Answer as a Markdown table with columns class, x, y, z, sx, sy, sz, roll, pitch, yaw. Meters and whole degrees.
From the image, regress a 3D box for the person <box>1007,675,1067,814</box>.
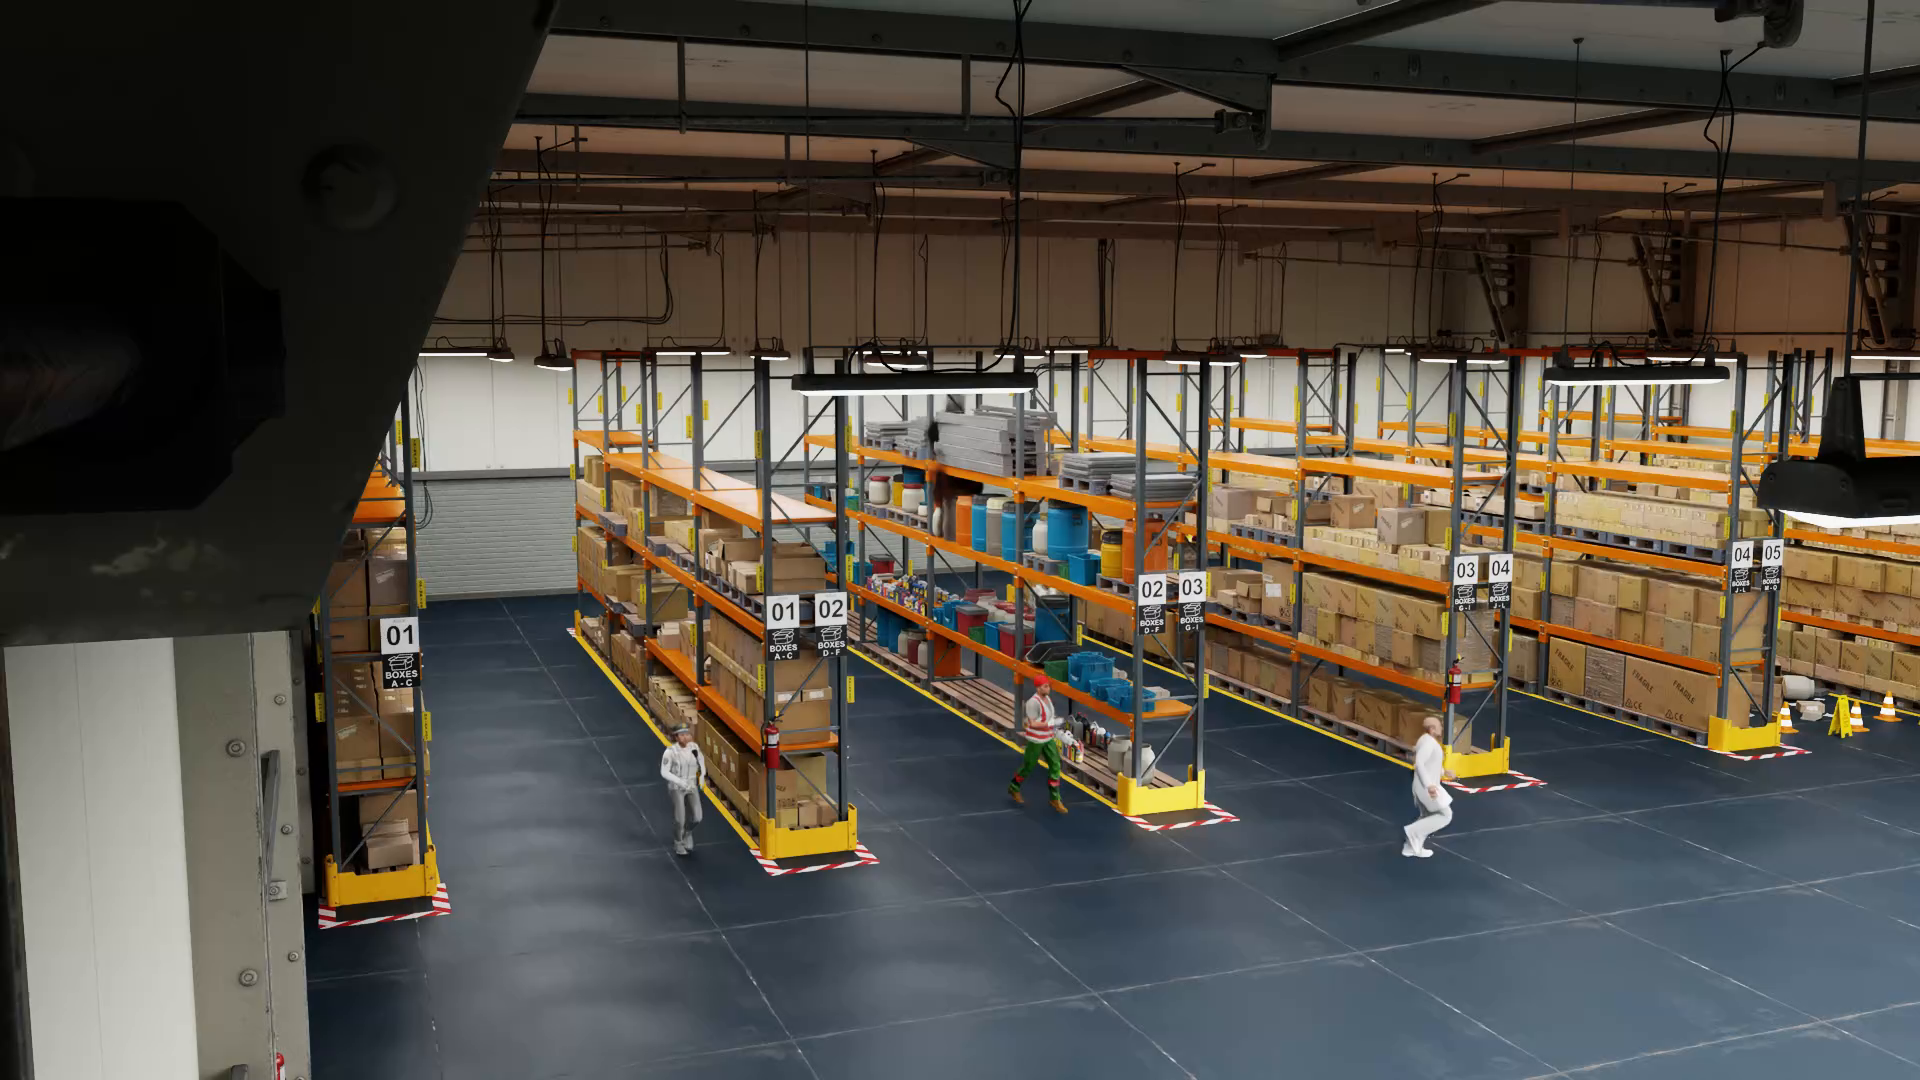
| class | x | y | z | sx | sy | sz | roll | pitch | yaw |
| --- | --- | --- | --- | --- | --- | --- | --- | --- | --- |
| person | 1.037 | 2.679 | 22.116 | 0.904 | 1.825 | 0.652 | 6 | 9 | 39 |

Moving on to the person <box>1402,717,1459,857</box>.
| class | x | y | z | sx | sy | sz | roll | pitch | yaw |
| --- | --- | --- | --- | --- | --- | --- | --- | --- | --- |
| person | 5.697 | 2.985 | 20.064 | 0.665 | 1.729 | 0.697 | 1 | 7 | 6 |

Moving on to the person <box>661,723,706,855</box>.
| class | x | y | z | sx | sy | sz | roll | pitch | yaw |
| --- | --- | --- | --- | --- | --- | --- | --- | --- | --- |
| person | -3.305 | 3.009 | 20.123 | 0.638 | 1.654 | 0.571 | -5 | 8 | -32 |

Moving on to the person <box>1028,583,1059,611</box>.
| class | x | y | z | sx | sy | sz | roll | pitch | yaw |
| --- | --- | --- | --- | --- | --- | --- | --- | --- | --- |
| person | 1.558 | 1.401 | 30.508 | 0.660 | 1.744 | 0.599 | -3 | 8 | -23 |

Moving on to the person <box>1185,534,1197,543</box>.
| class | x | y | z | sx | sy | sz | roll | pitch | yaw |
| --- | --- | --- | --- | --- | --- | --- | --- | --- | --- |
| person | 5.647 | 0.326 | 41.248 | 0.941 | 1.728 | 0.758 | -2 | 7 | -12 |
